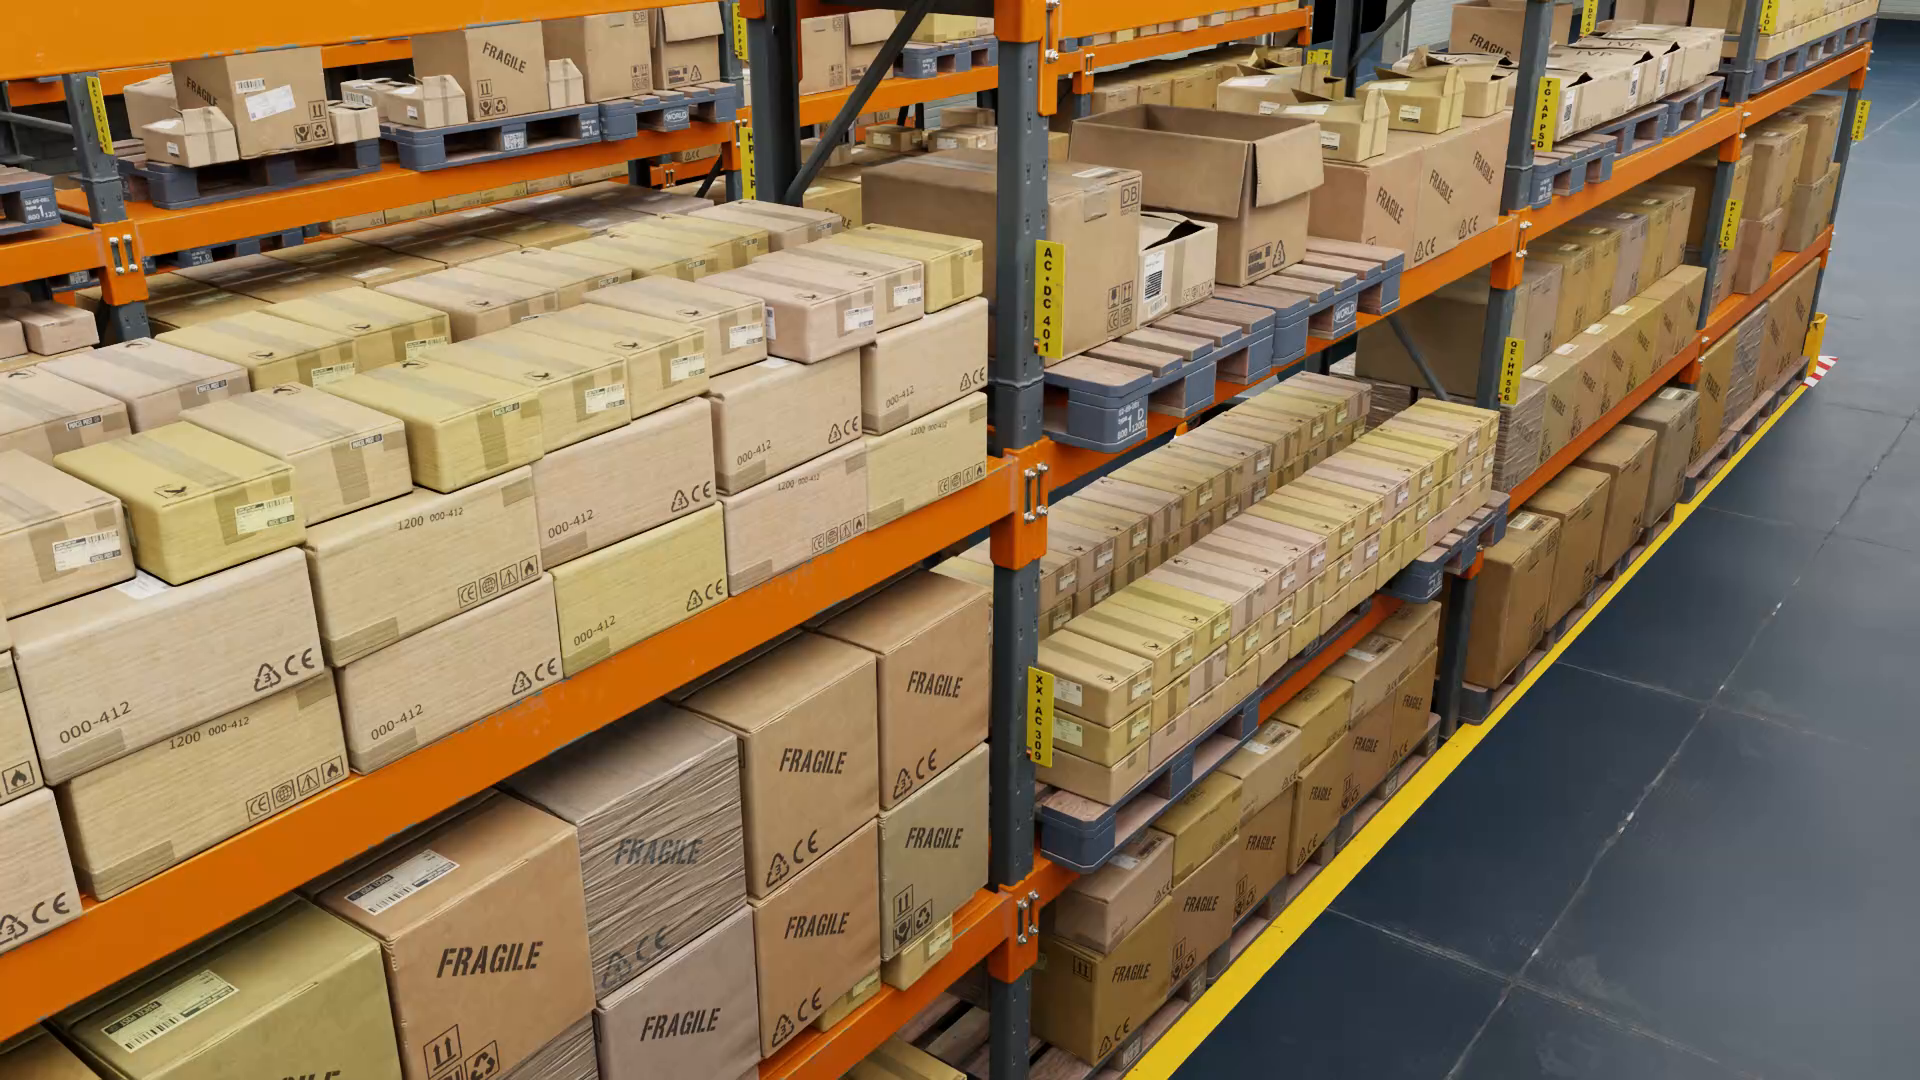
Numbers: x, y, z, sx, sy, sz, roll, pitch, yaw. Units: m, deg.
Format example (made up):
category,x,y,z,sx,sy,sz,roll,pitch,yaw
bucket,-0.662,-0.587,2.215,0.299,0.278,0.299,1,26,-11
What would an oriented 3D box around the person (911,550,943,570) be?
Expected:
category,x,y,z,sx,sy,sz,roll,pitch,yaw
person,-0.313,-0.452,10.091,0.614,1.745,0.816,-5,24,-11
